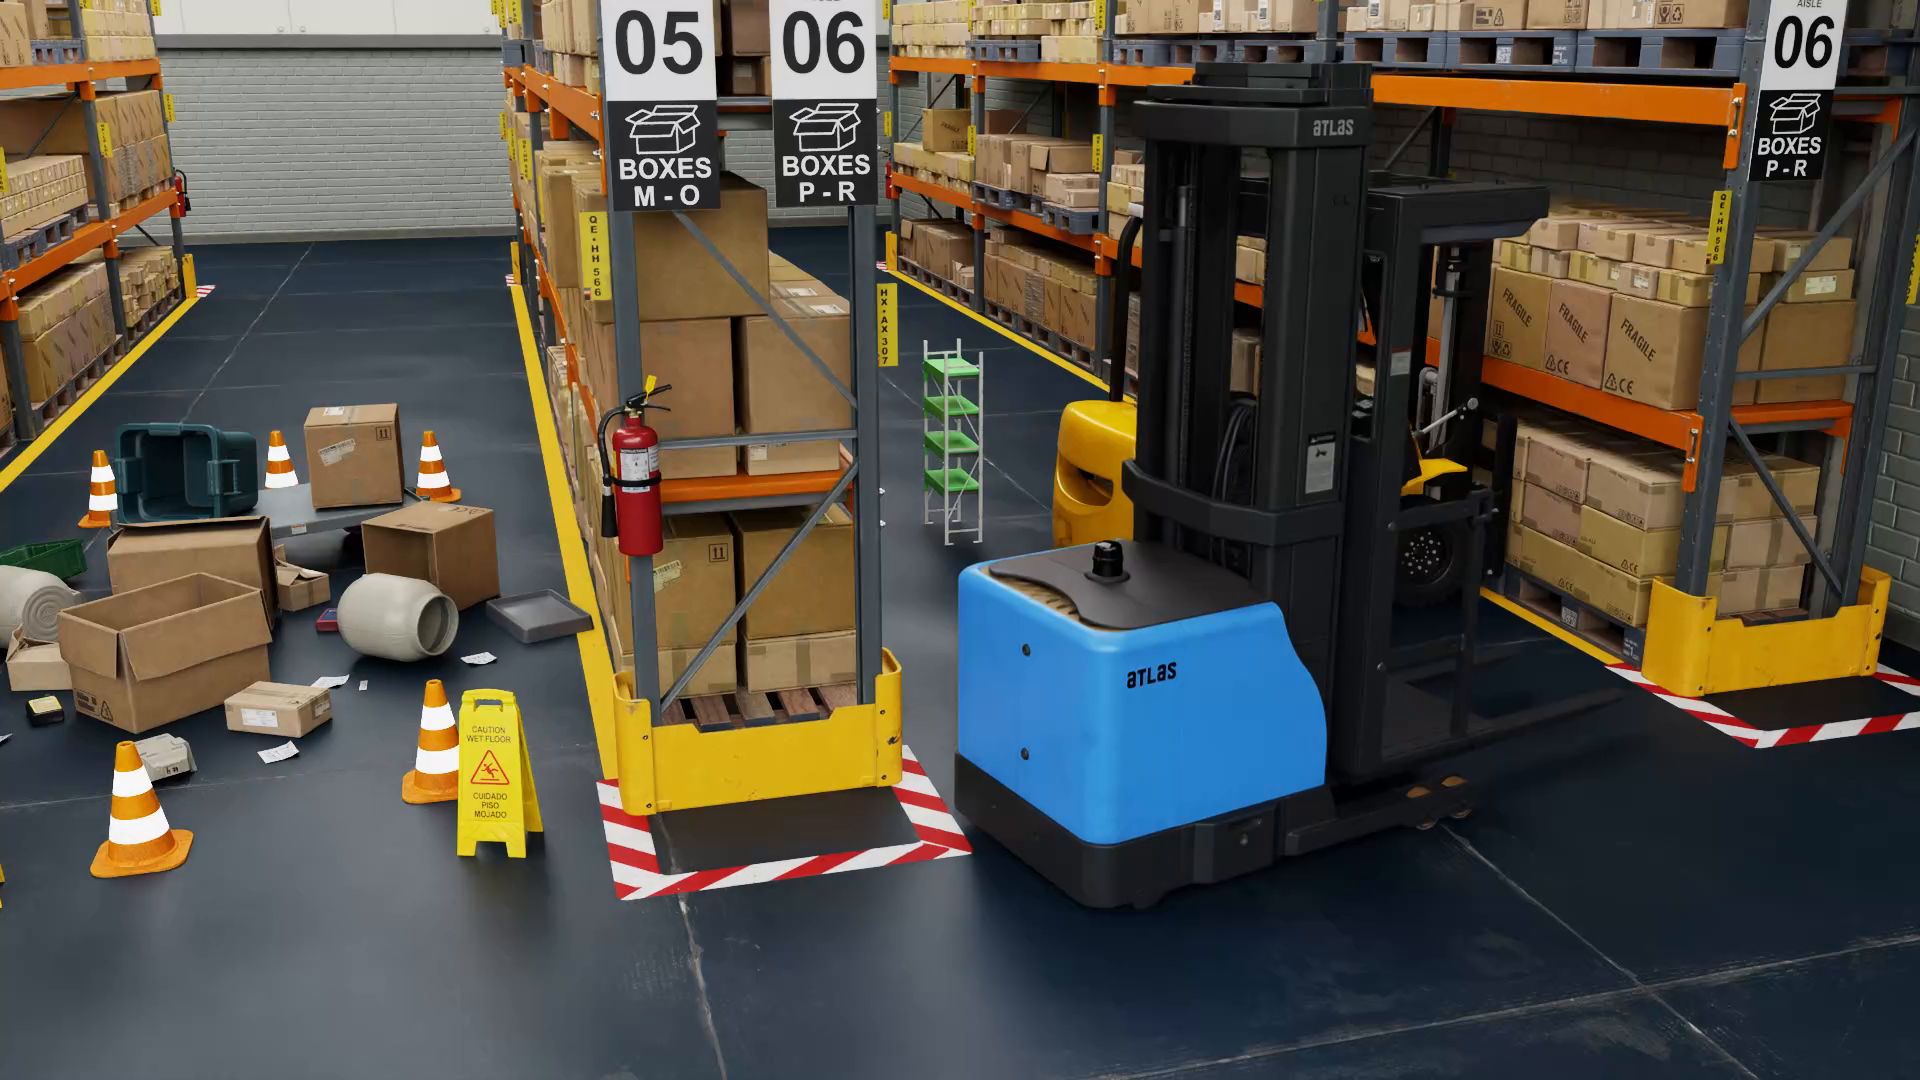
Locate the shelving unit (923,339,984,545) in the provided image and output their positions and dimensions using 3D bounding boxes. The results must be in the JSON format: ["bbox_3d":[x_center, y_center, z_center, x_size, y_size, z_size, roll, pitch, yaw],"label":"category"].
[{"bbox_3d":[-0.046,-0.620,10.432,0.258,1.200,0.503,-5,17,-15],"label":"shelving unit"}]

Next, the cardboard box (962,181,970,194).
[{"bbox_3d":[0.233,-4.119,19.388,0.380,0.149,0.250,-4,17,-14],"label":"cardboard box"}]

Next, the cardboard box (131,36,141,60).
[{"bbox_3d":[-9.296,-5.376,18.181,0.500,0.250,0.500,-4,17,-13],"label":"cardboard box"}]

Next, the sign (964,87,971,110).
[{"bbox_3d":[0.096,-5.952,22.489,0.100,0.325,0.005,-5,17,-15],"label":"sign"}]

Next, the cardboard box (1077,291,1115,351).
[{"bbox_3d":[1.433,-2.098,15.839,0.500,0.500,0.500,-4,17,-14],"label":"cardboard box"}]

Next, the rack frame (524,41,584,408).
[{"bbox_3d":[-3.016,-2.601,13.897,1.000,3.000,0.127,-5,17,-15],"label":"rack frame"}]

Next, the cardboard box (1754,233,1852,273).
[{"bbox_3d":[4.067,-1.392,8.055,0.380,0.149,0.250,-5,17,-16],"label":"cardboard box"}]

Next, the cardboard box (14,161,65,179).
[{"bbox_3d":[-8.333,-3.340,15.029,0.380,0.149,0.250,-5,17,-15],"label":"cardboard box"}]

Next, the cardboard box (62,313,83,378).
[{"bbox_3d":[-7.984,-1.682,14.452,0.500,0.500,0.500,-5,17,-17],"label":"cardboard box"}]

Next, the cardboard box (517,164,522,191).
[{"bbox_3d":[-4.265,-3.731,17.051,0.500,0.250,0.500,-5,17,-17],"label":"cardboard box"}]

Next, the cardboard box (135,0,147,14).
[{"bbox_3d":[-9.572,-6.121,19.100,0.380,0.149,0.250,-5,17,-16],"label":"cardboard box"}]

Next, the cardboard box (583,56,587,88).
[{"bbox_3d":[-1.509,-2.137,7.576,0.380,0.149,0.250,-5,17,-17],"label":"cardboard box"}]

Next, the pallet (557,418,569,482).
[{"bbox_3d":[-2.471,-0.712,12.457,1.003,0.211,1.213,-5,17,-15],"label":"pallet"}]

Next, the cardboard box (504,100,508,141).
[{"bbox_3d":[-5.356,-5.185,20.589,0.500,0.500,0.500,-5,17,-16],"label":"cardboard box"}]

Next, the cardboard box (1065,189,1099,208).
[{"bbox_3d":[1.206,-3.227,15.686,0.380,0.149,0.250,-4,17,-14],"label":"cardboard box"}]

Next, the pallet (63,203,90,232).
[{"bbox_3d":[-8.777,-2.973,15.470,1.003,0.211,1.213,-5,17,-15],"label":"pallet"}]

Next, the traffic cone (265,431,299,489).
[{"bbox_3d":[-4.645,-0.513,11.356,0.336,0.463,0.334,-5,17,-15],"label":"traffic cone"}]

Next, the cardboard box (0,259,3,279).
[{"bbox_3d":[-7.366,-2.126,12.143,0.500,0.500,0.500,-5,17,-15],"label":"cardboard box"}]

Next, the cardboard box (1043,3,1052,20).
[{"bbox_3d":[1.020,-5.123,16.130,0.380,0.149,0.250,-5,17,-15],"label":"cardboard box"}]

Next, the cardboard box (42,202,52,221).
[{"bbox_3d":[-8.113,-2.841,14.402,0.380,0.149,0.250,-5,18,-17],"label":"cardboard box"}]

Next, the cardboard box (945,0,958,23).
[{"bbox_3d":[0.138,-6.108,19.232,0.500,0.250,0.500,-5,17,-16],"label":"cardboard box"}]

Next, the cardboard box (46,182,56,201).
[{"bbox_3d":[-8.182,-3.053,14.590,0.380,0.149,0.250,-5,17,-15],"label":"cardboard box"}]

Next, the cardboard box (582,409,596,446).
[{"bbox_3d":[-1.818,-0.608,8.882,0.380,0.149,0.250,-4,17,-12],"label":"cardboard box"}]

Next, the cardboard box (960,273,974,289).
[{"bbox_3d":[0.221,-3.068,19.676,0.380,0.149,0.250,-5,18,-17],"label":"cardboard box"}]

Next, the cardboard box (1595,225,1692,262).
[{"bbox_3d":[3.457,-1.501,8.417,0.380,0.149,0.250,-4,17,-14],"label":"cardboard box"}]

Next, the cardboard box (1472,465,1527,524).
[{"bbox_3d":[3.230,-0.296,9.404,0.500,0.250,0.500,-5,17,-17],"label":"cardboard box"}]

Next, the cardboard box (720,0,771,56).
[{"bbox_3d":[-0.699,-2.056,6.611,0.500,0.250,0.500,-5,17,-16],"label":"cardboard box"}]

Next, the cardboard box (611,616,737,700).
[{"bbox_3d":[-1.305,0.519,7.561,0.500,0.250,0.500,-5,17,-16],"label":"cardboard box"}]

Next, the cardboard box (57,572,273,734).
[{"bbox_3d":[-3.734,0.522,7.840,0.637,0.503,0.797,11,20,32],"label":"cardboard box"}]

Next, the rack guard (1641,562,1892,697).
[{"bbox_3d":[3.961,0.422,8.178,1.175,0.500,0.348,-5,17,-15],"label":"rack guard"}]

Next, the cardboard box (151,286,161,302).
[{"bbox_3d":[-9.177,-2.748,18.612,0.380,0.149,0.250,-4,17,-14],"label":"cardboard box"}]

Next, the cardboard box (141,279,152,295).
[{"bbox_3d":[-9.029,-2.747,18.092,0.380,0.149,0.250,-5,17,-16],"label":"cardboard box"}]

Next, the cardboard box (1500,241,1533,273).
[{"bbox_3d":[3.213,-1.567,9.153,0.380,0.149,0.250,-5,17,-15],"label":"cardboard box"}]

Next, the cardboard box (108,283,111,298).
[{"bbox_3d":[-8.742,-2.520,16.820,0.380,0.149,0.250,-4,17,-13],"label":"cardboard box"}]

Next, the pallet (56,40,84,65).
[{"bbox_3d":[-8.780,-4.456,15.183,1.213,0.211,1.003,-5,17,-15],"label":"pallet"}]

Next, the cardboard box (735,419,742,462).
[{"bbox_3d":[-0.795,-0.447,7.162,0.380,0.149,0.250,-4,17,-14],"label":"cardboard box"}]

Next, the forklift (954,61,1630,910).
[{"bbox_3d":[1.511,-0.373,6.598,3.031,2.935,1.130,-10,19,-29],"label":"forklift"}]

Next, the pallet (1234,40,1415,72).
[{"bbox_3d":[2.600,-3.476,11.928,0.805,0.209,1.217,-5,18,-17],"label":"pallet"}]

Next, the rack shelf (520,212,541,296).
[{"bbox_3d":[-3.566,-2.810,15.842,1.077,0.370,4.000,-5,17,-15],"label":"rack shelf"}]

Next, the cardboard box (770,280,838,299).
[{"bbox_3d":[-0.826,-0.874,7.458,0.500,0.500,0.500,-4,17,-14],"label":"cardboard box"}]

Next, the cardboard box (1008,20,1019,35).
[{"bbox_3d":[0.700,-5.199,16.864,0.380,0.149,0.250,-4,17,-14],"label":"cardboard box"}]

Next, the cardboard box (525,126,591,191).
[{"bbox_3d":[-3.410,-3.250,14.146,0.500,0.500,0.500,-5,17,-17],"label":"cardboard box"}]

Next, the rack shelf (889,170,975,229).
[{"bbox_3d":[0.107,-4.310,20.835,1.077,0.370,4.000,-5,17,-15],"label":"rack shelf"}]

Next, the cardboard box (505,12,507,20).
[{"bbox_3d":[-4.314,-5.115,16.555,0.396,0.266,0.258,-5,17,-16],"label":"cardboard box"}]

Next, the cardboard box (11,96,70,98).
[{"bbox_3d":[-9.510,-4.351,17.295,0.500,0.500,0.500,-4,17,-14],"label":"cardboard box"}]

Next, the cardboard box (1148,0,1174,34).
[{"bbox_3d":[1.955,-4.377,13.517,0.700,0.500,0.500,-5,17,-16],"label":"cardboard box"}]

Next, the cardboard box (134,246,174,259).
[{"bbox_3d":[-9.557,-3.389,19.711,0.380,0.149,0.250,-4,17,-15],"label":"cardboard box"}]

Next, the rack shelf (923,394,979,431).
[{"bbox_3d":[-0.046,-0.789,10.381,0.258,0.148,0.480,-5,17,-15],"label":"rack shelf"}]

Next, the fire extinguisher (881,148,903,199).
[{"bbox_3d":[-0.928,-4.996,22.652,0.296,0.674,0.183,-5,17,-15],"label":"fire extinguisher"}]

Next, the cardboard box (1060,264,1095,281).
[{"bbox_3d":[1.213,-2.652,16.553,0.380,0.149,0.250,-4,17,-14],"label":"cardboard box"}]

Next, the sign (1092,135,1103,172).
[{"bbox_3d":[1.236,-3.466,14.900,0.100,0.325,0.005,-5,17,-15],"label":"sign"}]

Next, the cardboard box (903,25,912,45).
[{"bbox_3d":[-0.424,-6.431,21.178,0.500,0.250,0.500,-4,17,-14],"label":"cardboard box"}]

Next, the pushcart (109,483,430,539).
[{"bbox_3d":[-4.095,-0.045,9.945,1.648,0.377,0.936,-12,20,-34],"label":"pushcart"}]

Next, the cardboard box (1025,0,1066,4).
[{"bbox_3d":[0.911,-5.857,17.819,0.396,0.266,0.258,-5,17,-15],"label":"cardboard box"}]

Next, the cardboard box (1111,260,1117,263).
[{"bbox_3d":[1.616,-2.767,16.937,0.380,0.149,0.250,-5,17,-16],"label":"cardboard box"}]

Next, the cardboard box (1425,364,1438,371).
[{"bbox_3d":[3.330,-0.991,10.850,0.500,0.250,0.500,-5,17,-16],"label":"cardboard box"}]

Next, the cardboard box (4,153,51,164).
[{"bbox_3d":[-9.251,-3.590,16.498,0.500,0.500,0.500,-5,17,-15],"label":"cardboard box"}]

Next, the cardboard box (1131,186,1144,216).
[{"bbox_3d":[1.779,-2.881,14.222,0.500,0.250,0.500,-4,17,-14],"label":"cardboard box"}]
